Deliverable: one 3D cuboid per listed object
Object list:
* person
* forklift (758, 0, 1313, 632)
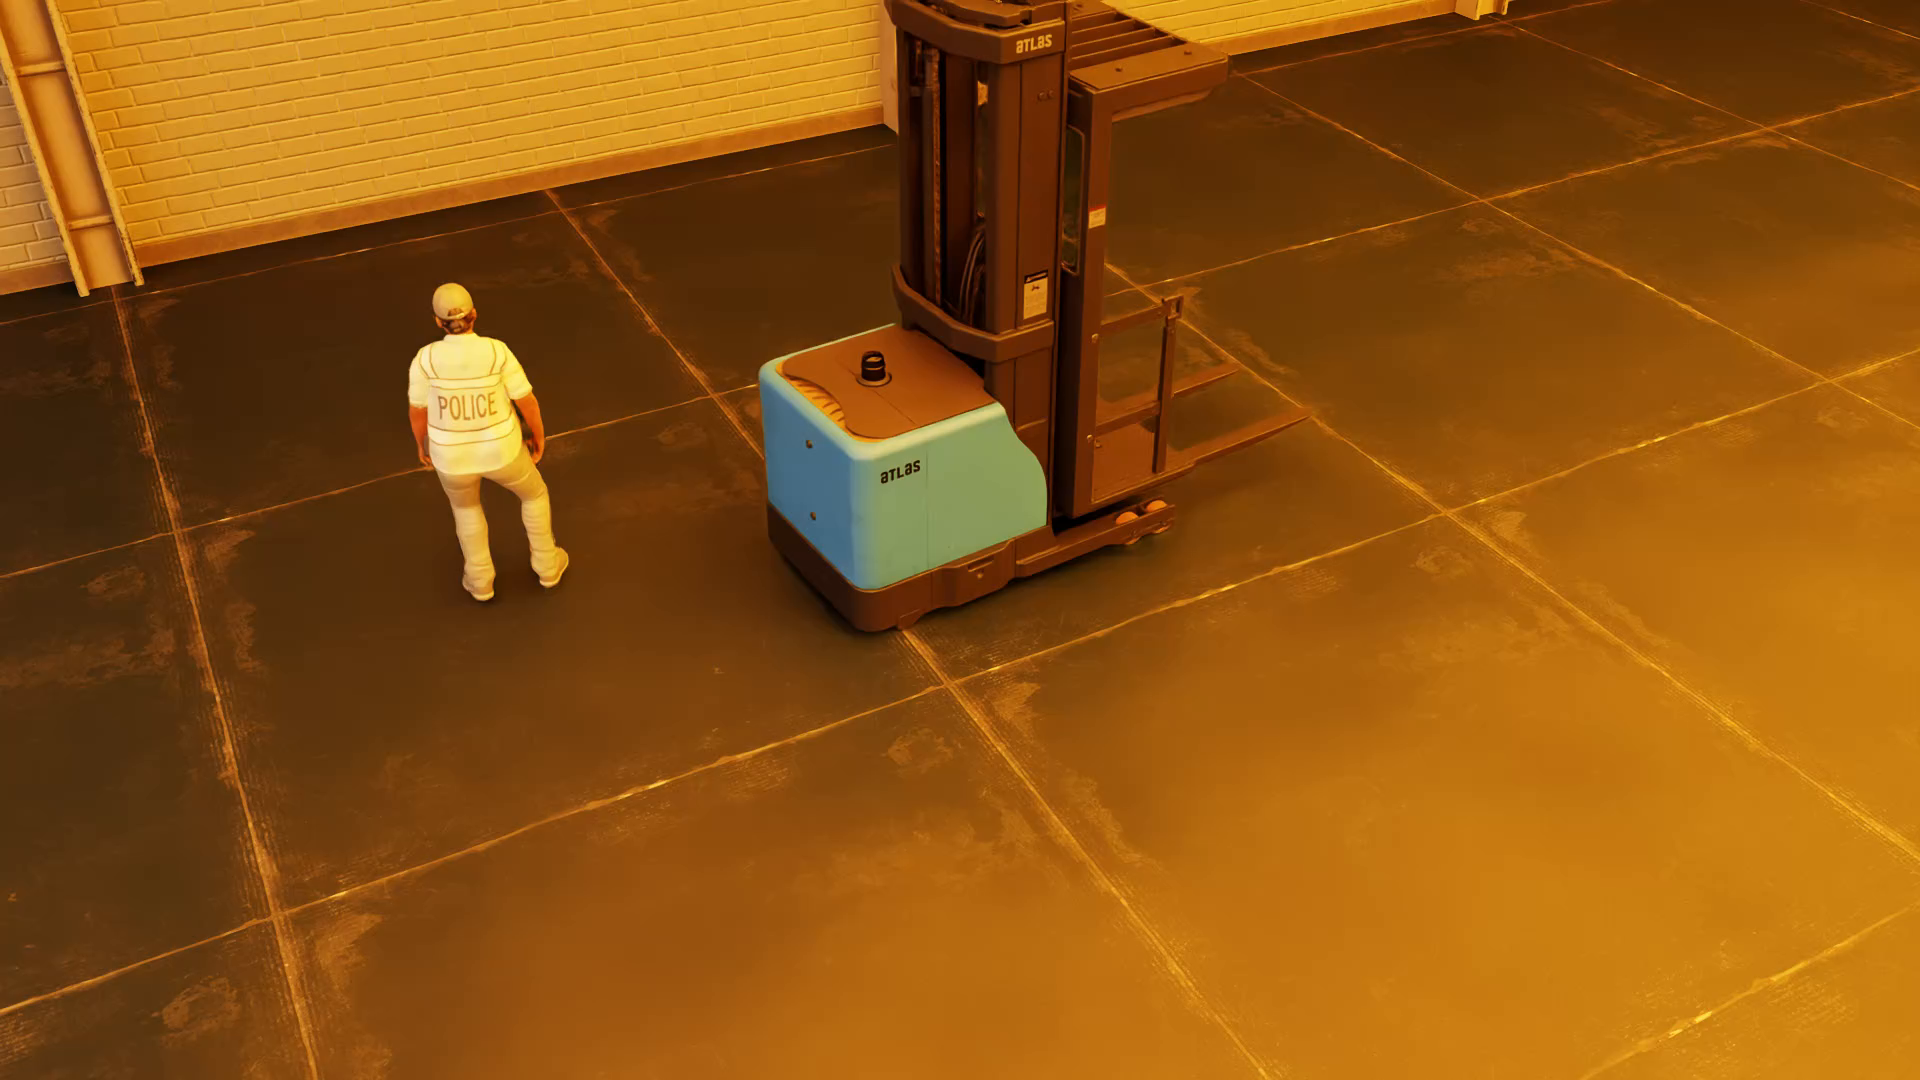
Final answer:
[{"bbox_3d":[-2.263,-0.449,7.883,0.603,1.638,0.427,-9,36,-12],"label":"person"},{"bbox_3d":[0.525,-1.408,8.115,3.031,2.935,1.130,-21,40,-27],"label":"forklift"}]
